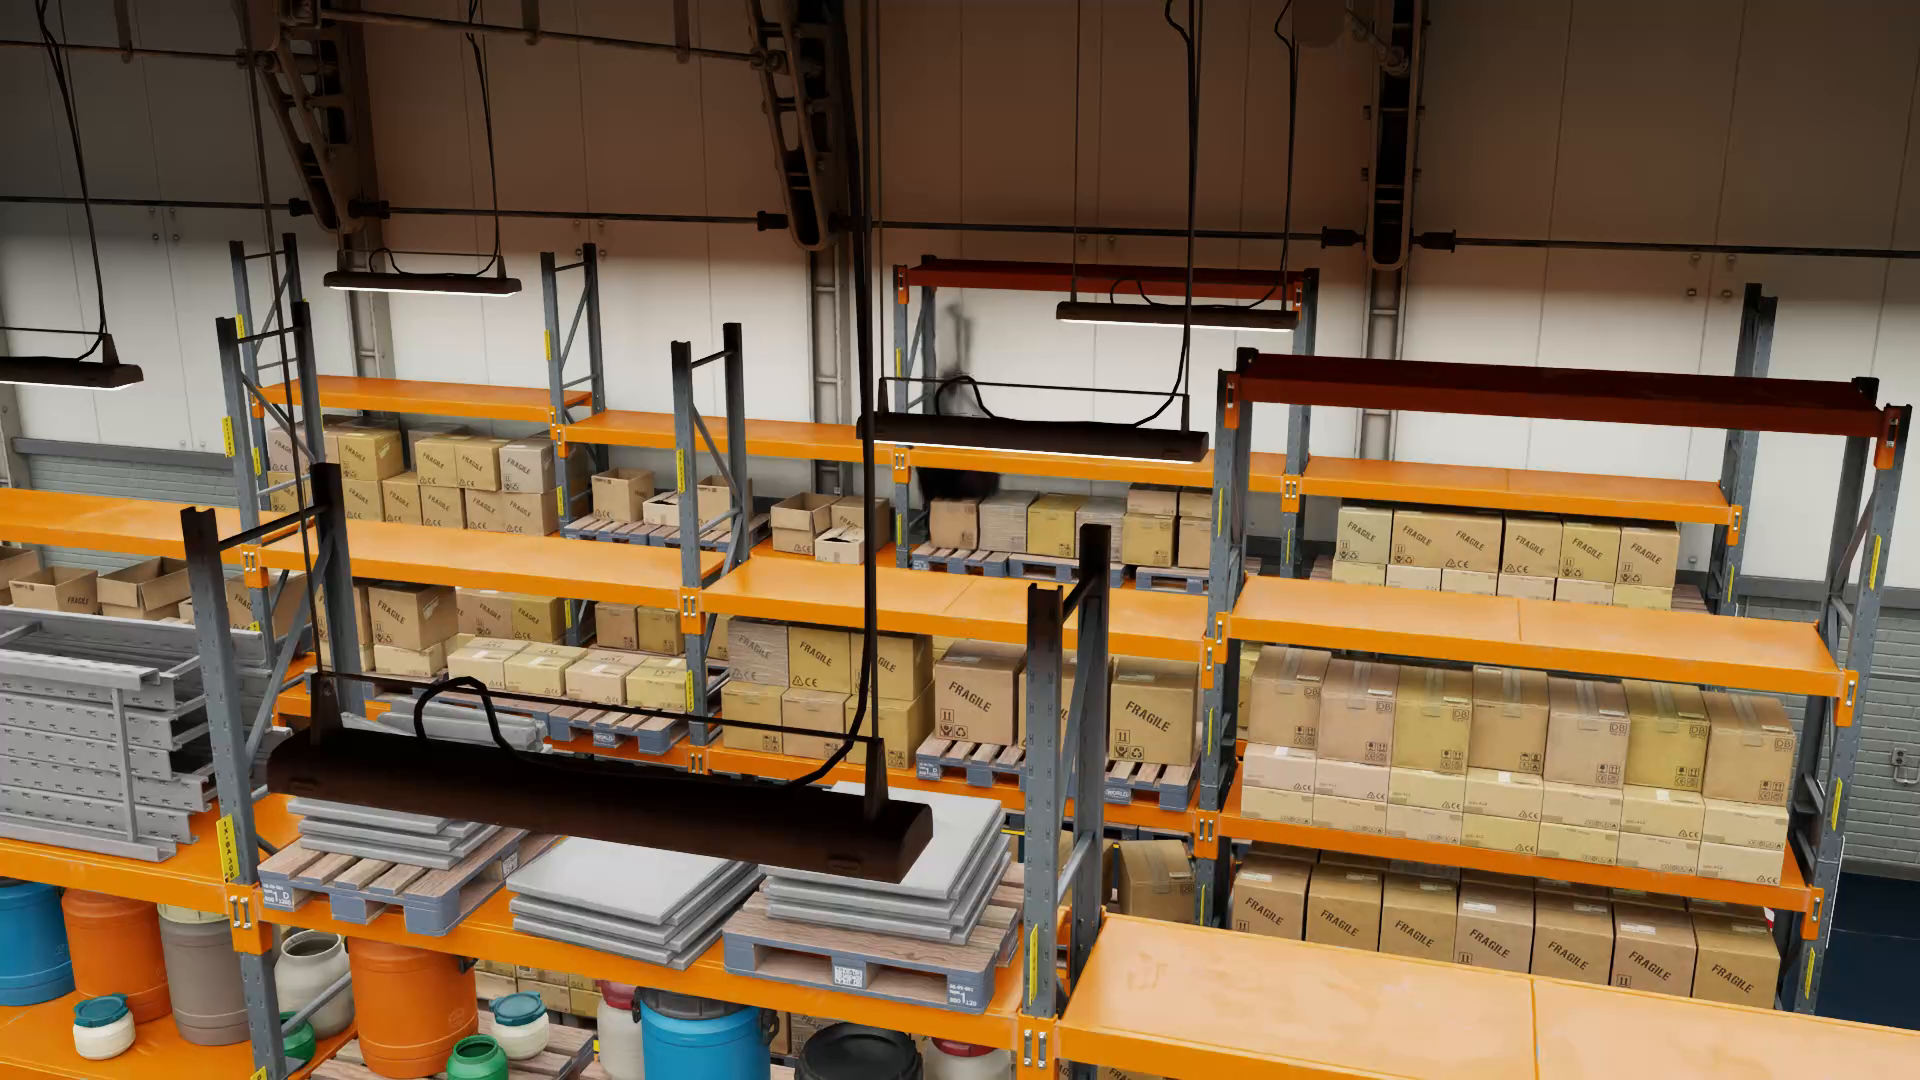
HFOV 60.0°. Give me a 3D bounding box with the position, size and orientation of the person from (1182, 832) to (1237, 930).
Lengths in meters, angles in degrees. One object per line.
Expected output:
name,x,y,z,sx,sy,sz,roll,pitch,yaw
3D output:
person,2.302,3.184,14.780,0.893,1.642,0.594,6,17,20
